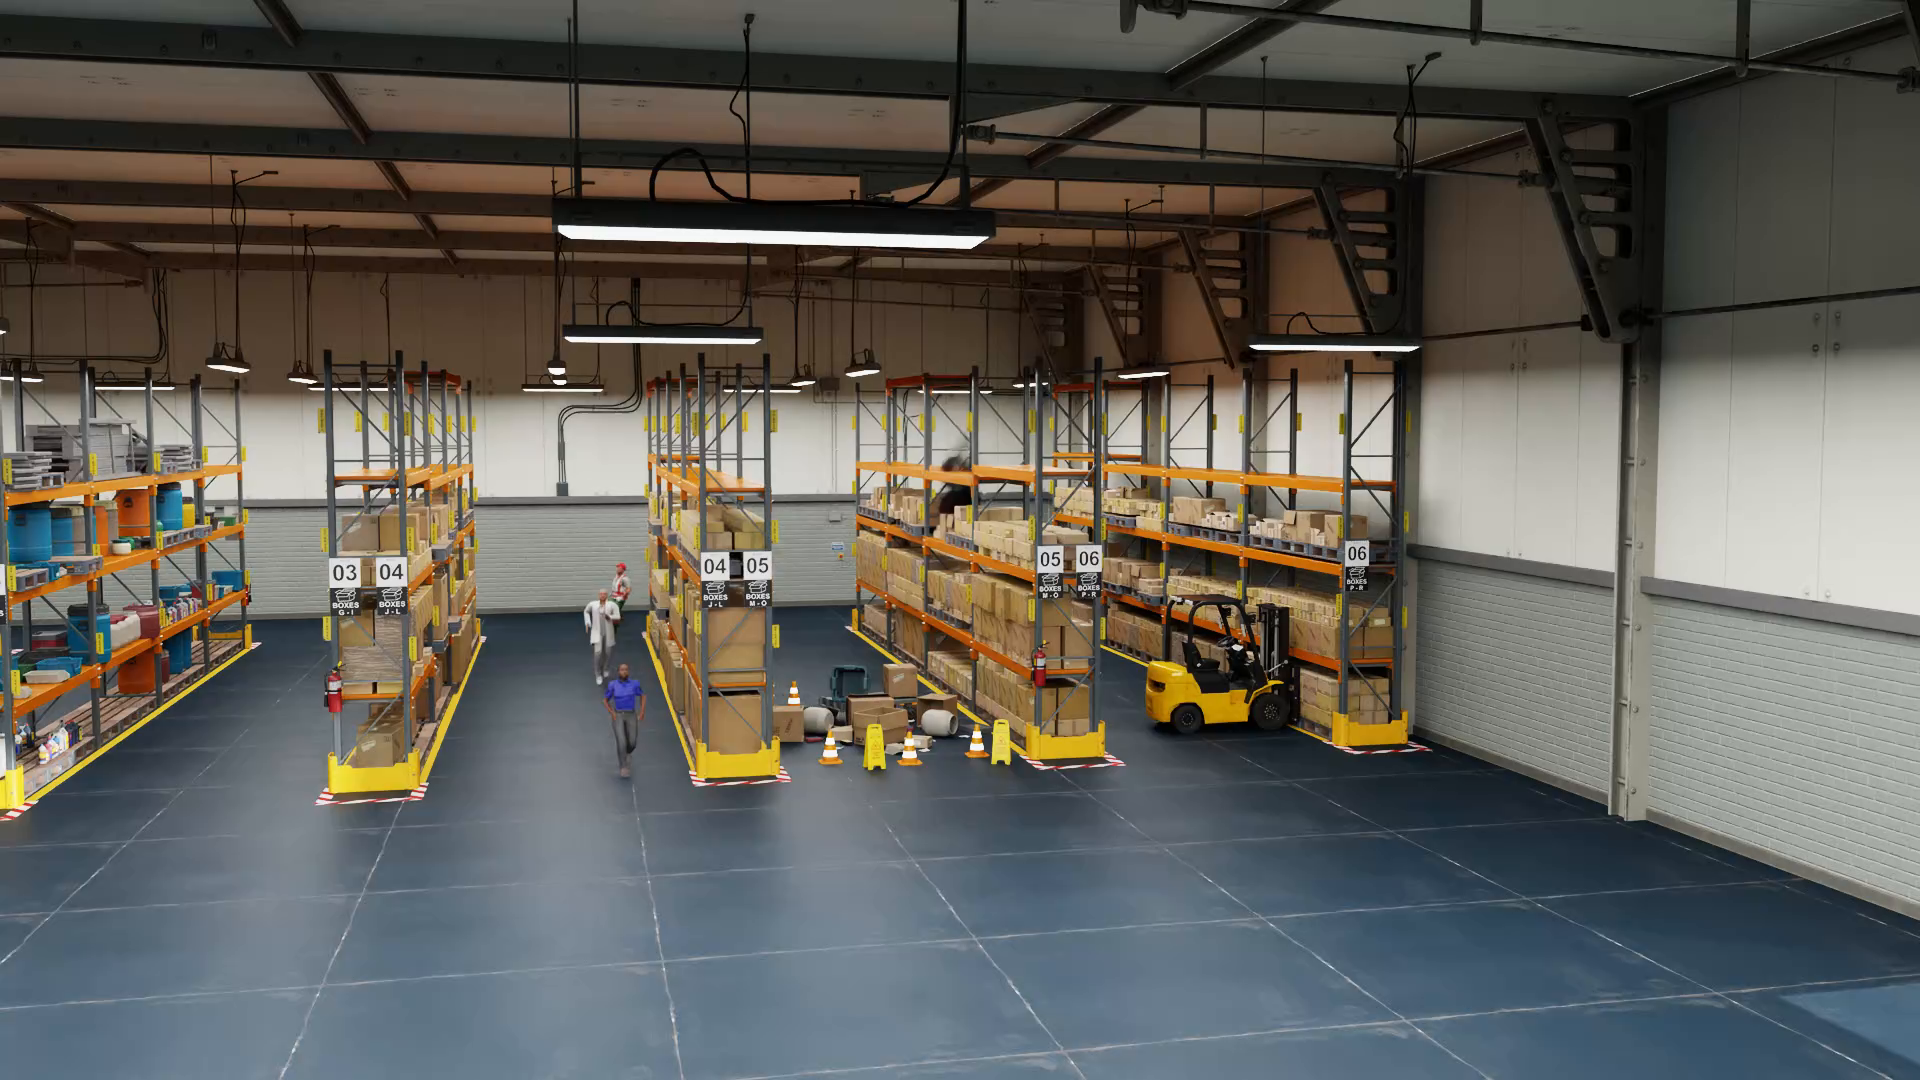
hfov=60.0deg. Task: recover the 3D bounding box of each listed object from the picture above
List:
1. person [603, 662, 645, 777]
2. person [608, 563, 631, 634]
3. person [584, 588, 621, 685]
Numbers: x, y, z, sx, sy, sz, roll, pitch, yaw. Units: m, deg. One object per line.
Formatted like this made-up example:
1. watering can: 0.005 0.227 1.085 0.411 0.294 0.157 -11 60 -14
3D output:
1. person: -4.814 2.550 23.841 0.604 1.622 0.592 -1 4 -19
2. person: -8.118 1.397 39.553 0.711 1.708 0.555 4 5 42
3. person: -6.952 1.854 32.361 0.677 1.836 0.903 -1 4 -15
